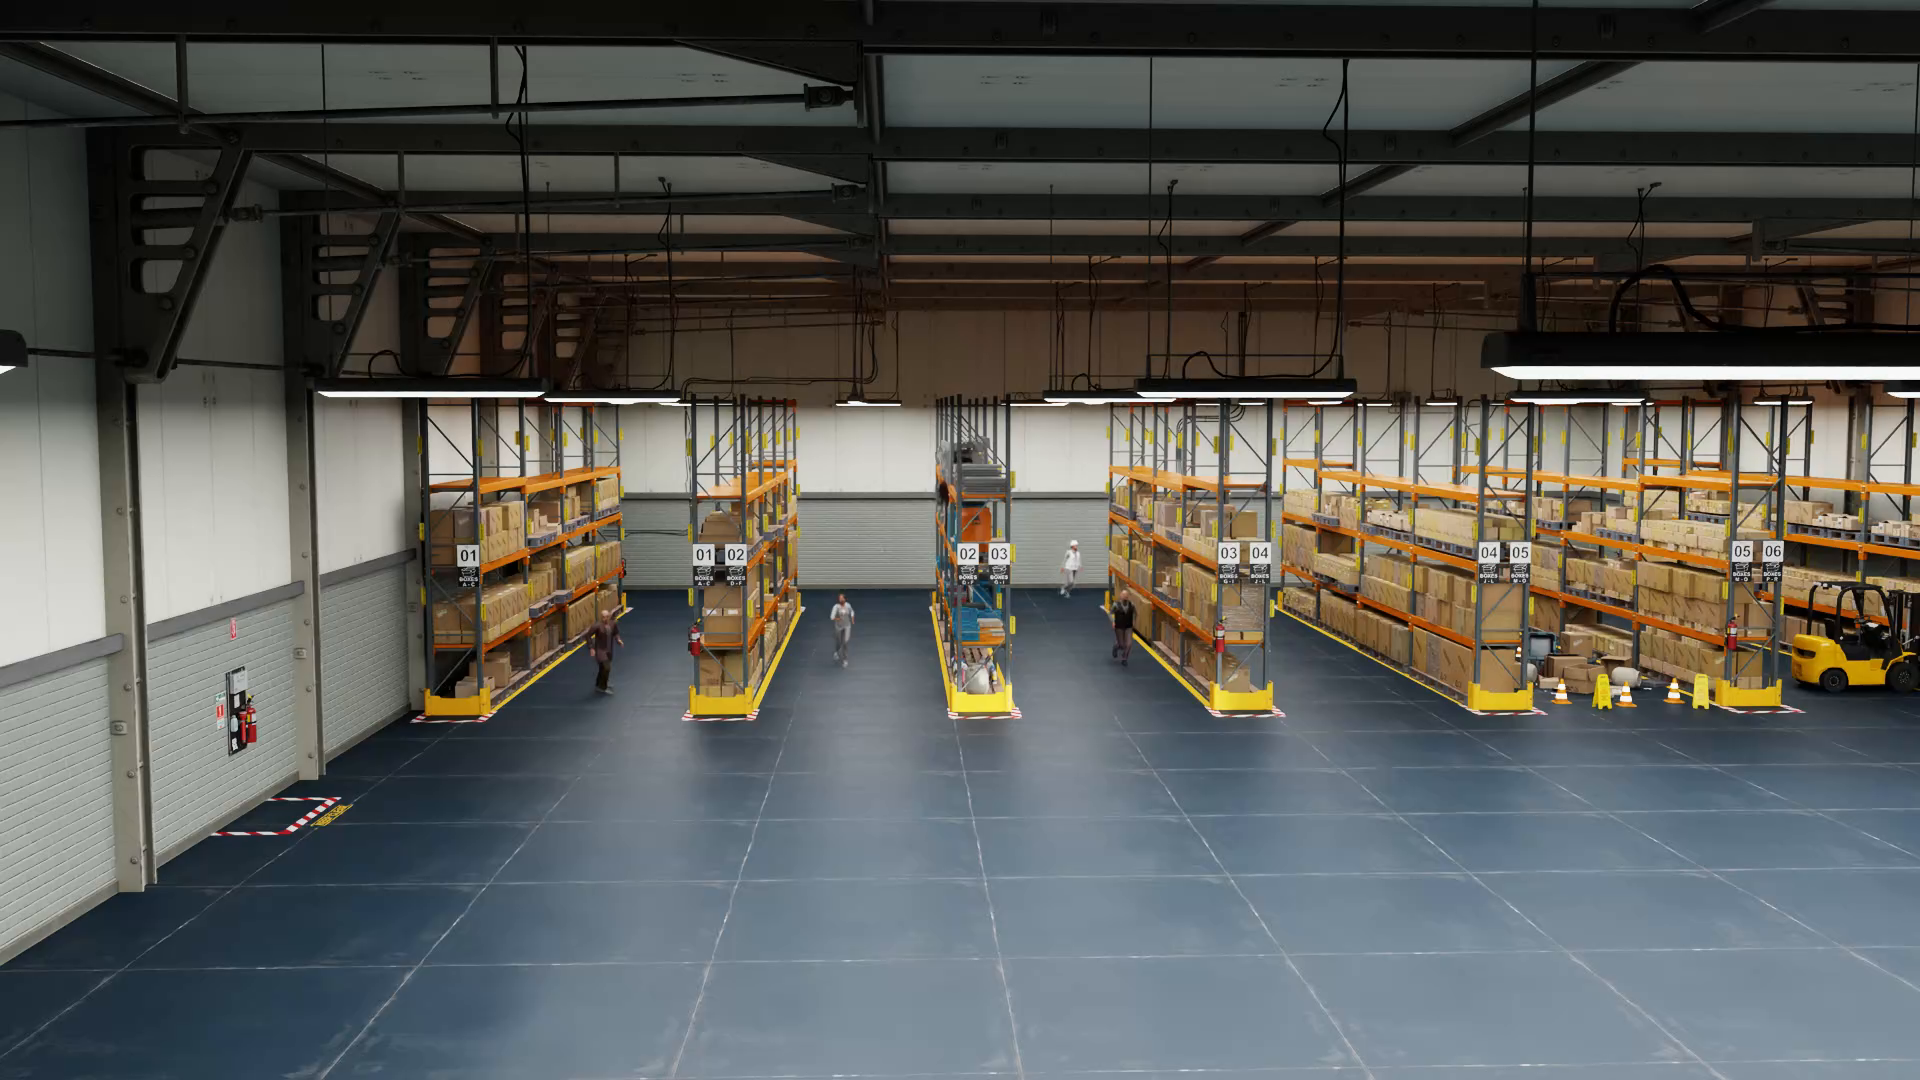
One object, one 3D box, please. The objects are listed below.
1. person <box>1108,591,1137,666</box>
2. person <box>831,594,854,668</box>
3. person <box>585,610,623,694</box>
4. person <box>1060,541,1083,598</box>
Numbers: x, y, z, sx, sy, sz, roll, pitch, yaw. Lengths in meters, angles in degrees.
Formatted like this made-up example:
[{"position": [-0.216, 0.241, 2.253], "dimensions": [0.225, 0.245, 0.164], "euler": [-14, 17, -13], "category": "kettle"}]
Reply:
[{"position": [3.655, 1.966, 37.325], "dimensions": [0.668, 1.680, 0.622], "euler": [-1, 5, -16], "category": "person"}, {"position": [-2.634, 2.001, 37.238], "dimensions": [0.536, 1.602, 0.886], "euler": [-1, 5, -9], "category": "person"}, {"position": [-7.144, 2.262, 33.523], "dimensions": [0.903, 1.743, 0.721], "euler": [3, 5, 31], "category": "person"}, {"position": [3.372, 0.886, 50.471], "dimensions": [0.667, 1.753, 0.545], "euler": [-3, 6, -38], "category": "person"}]
